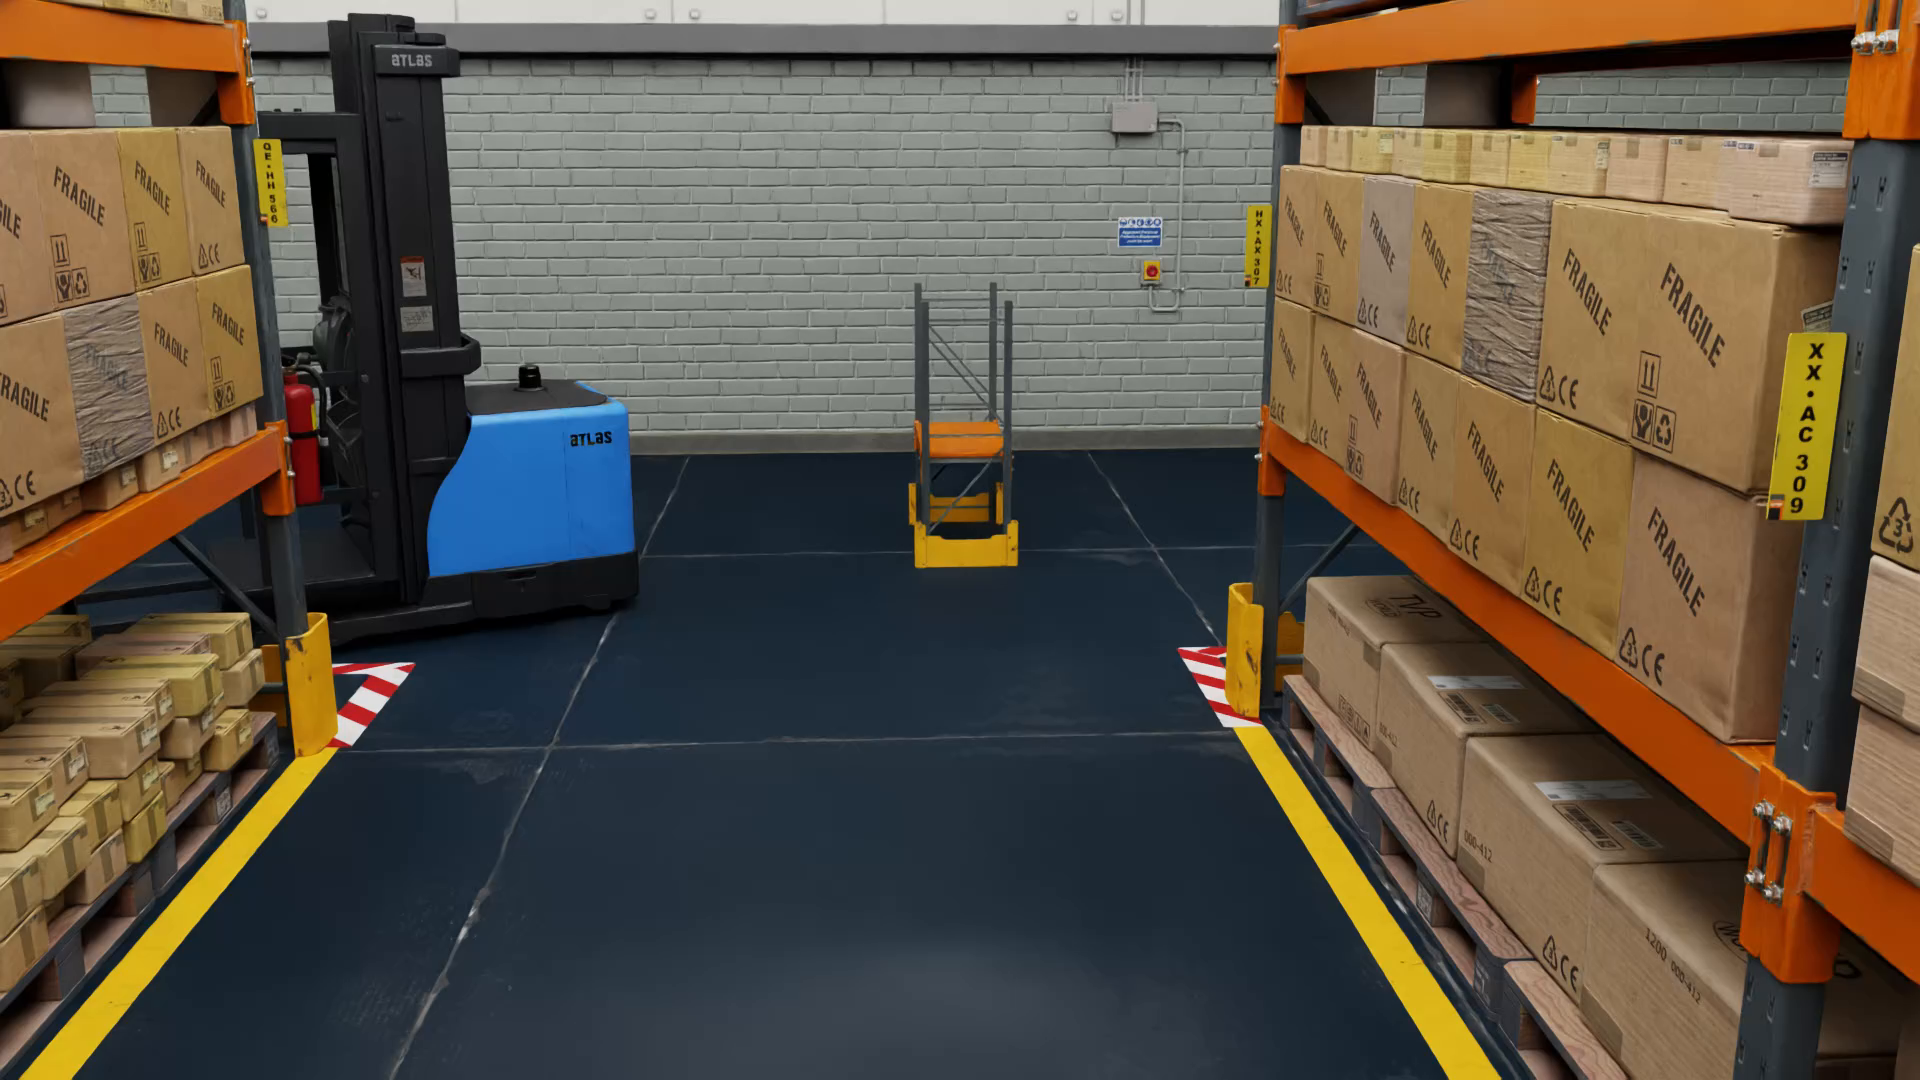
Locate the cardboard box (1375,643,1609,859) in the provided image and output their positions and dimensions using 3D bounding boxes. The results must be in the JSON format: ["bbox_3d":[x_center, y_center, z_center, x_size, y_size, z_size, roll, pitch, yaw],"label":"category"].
[{"bbox_3d":[1.968,0.688,5.632,0.875,0.438,0.875,0,14,-2],"label":"cardboard box"}]

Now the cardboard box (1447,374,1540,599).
[{"bbox_3d":[1.643,-0.157,4.417,0.500,0.500,0.500,-1,14,-4],"label":"cardboard box"}]

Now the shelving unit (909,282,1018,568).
[{"bbox_3d":[0.005,-0.707,9.766,0.587,1.500,1.083,-1,14,-3],"label":"shelving unit"}]

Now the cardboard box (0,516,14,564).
[{"bbox_3d":[-2.808,0.010,4.471,0.380,0.149,0.250,0,14,-1],"label":"cardboard box"}]

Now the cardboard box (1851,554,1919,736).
[{"bbox_3d":[1.756,0.199,2.529,0.500,0.250,0.500,-1,14,-5],"label":"cardboard box"}]

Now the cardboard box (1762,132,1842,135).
[{"bbox_3d":[2.218,-0.930,4.111,0.380,0.149,0.250,-1,14,-5],"label":"cardboard box"}]

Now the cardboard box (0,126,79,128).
[{"bbox_3d":[-3.409,-1.199,5.863,0.500,0.500,0.500,-1,14,-4],"label":"cardboard box"}]

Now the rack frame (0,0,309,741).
[{"bbox_3d":[-3.172,-0.638,6.487,1.000,3.000,0.127,-1,14,-3],"label":"rack frame"}]

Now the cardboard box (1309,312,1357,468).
[{"bbox_3d":[1.565,-0.539,5.900,0.500,0.500,0.500,-1,14,-4],"label":"cardboard box"}]

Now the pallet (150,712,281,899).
[{"bbox_3d":[-3.152,0.934,5.973,1.003,0.211,1.213,-1,14,-3],"label":"pallet"}]

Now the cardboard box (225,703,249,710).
[{"bbox_3d":[-2.931,0.667,6.293,0.380,0.149,0.250,-1,14,-2],"label":"cardboard box"}]

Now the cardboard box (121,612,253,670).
[{"bbox_3d":[-2.886,0.379,6.219,0.380,0.149,0.250,-1,14,-3],"label":"cardboard box"}]

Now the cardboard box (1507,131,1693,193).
[{"bbox_3d":[1.657,-0.982,4.315,0.380,0.149,0.250,-1,14,-5],"label":"cardboard box"}]

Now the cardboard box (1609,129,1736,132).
[{"bbox_3d":[2.116,-1.118,4.844,0.380,0.149,0.250,0,14,-2],"label":"cardboard box"}]

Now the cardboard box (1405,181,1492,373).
[{"bbox_3d":[1.618,-0.768,4.785,0.500,0.500,0.500,-1,14,-3],"label":"cardboard box"}]

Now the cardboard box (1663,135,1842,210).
[{"bbox_3d":[1.760,-0.793,3.578,0.380,0.149,0.250,-1,14,-3],"label":"cardboard box"}]

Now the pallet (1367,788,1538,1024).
[{"bbox_3d":[1.962,1.111,5.284,1.003,0.211,1.213,-1,14,-3],"label":"pallet"}]

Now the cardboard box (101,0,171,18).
[{"bbox_3d":[-2.841,-1.782,5.215,0.500,0.250,0.500,-1,14,-3],"label":"cardboard box"}]

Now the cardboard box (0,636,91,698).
[{"bbox_3d":[-3.341,0.453,5.929,0.380,0.149,0.250,-1,14,-2],"label":"cardboard box"}]

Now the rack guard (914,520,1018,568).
[{"bbox_3d":[0.036,0.022,9.440,0.587,0.250,0.087,-1,14,-3],"label":"rack guard"}]

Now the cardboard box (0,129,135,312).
[{"bbox_3d":[-2.823,-0.950,4.893,0.500,0.500,0.500,0,14,-1],"label":"cardboard box"}]

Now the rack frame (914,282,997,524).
[{"bbox_3d":[-0.026,-0.832,10.248,0.500,1.500,0.032,-1,14,-3],"label":"rack frame"}]

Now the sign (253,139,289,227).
[{"bbox_3d":[-2.617,-1.355,6.317,0.100,0.325,0.005,-1,14,-3],"label":"sign"}]

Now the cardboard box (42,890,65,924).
[{"bbox_3d":[-2.840,1.052,4.795,0.380,0.149,0.250,0,14,-2],"label":"cardboard box"}]

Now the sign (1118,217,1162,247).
[{"bbox_3d":[1.338,-2.287,12.353,0.327,0.218,0.001,-1,14,-3],"label":"sign"}]

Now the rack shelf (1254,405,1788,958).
[{"bbox_3d":[1.886,0.106,5.038,1.077,0.370,4.000,-1,14,-3],"label":"rack shelf"}]

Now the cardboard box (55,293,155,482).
[{"bbox_3d":[-2.820,-0.469,5.030,0.500,0.500,0.500,-1,14,-3],"label":"cardboard box"}]

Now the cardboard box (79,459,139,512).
[{"bbox_3d":[-2.835,-0.186,5.234,0.380,0.149,0.250,-2,15,-6],"label":"cardboard box"}]

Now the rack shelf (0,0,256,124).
[{"bbox_3d":[-3.048,-1.245,4.269,1.077,0.370,4.000,-1,14,-3],"label":"rack shelf"}]

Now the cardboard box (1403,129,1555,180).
[{"bbox_3d":[1.574,-1.171,5.049,0.380,0.149,0.250,-1,14,-3],"label":"cardboard box"}]

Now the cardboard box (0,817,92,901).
[{"bbox_3d":[-2.733,0.912,4.744,0.380,0.149,0.250,-1,14,-3],"label":"cardboard box"}]

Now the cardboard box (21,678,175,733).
[{"bbox_3d":[-2.832,0.570,5.476,0.380,0.149,0.250,-1,15,-6],"label":"cardboard box"}]

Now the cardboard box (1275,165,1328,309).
[{"bbox_3d":[1.508,-1.149,6.263,0.500,0.500,0.500,-1,14,-5],"label":"cardboard box"}]

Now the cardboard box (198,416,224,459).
[{"bbox_3d":[-2.892,-0.377,5.977,0.380,0.149,0.250,-1,14,-4],"label":"cardboard box"}]

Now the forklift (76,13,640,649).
[{"bbox_3d":[-3.215,-0.999,8.028,3.031,2.935,1.130,-7,16,-27],"label":"forklift"}]

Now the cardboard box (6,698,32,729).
[{"bbox_3d":[-3.332,0.658,5.731,0.380,0.149,0.250,-1,14,-3],"label":"cardboard box"}]

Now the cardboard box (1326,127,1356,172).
[{"bbox_3d":[1.497,-1.363,5.796,0.380,0.149,0.250,0,14,-2],"label":"cardboard box"}]

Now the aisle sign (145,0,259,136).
[{"bbox_3d":[-2.877,-1.920,6.251,0.394,0.787,0.004,-1,14,-3],"label":"aisle sign"}]

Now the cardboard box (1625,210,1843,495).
[{"bbox_3d":[1.705,-0.391,3.317,0.500,0.500,0.500,-1,14,-4],"label":"cardboard box"}]

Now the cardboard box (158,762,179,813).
[{"bbox_3d":[-2.856,0.858,5.552,0.380,0.149,0.250,-1,14,-3],"label":"cardboard box"}]

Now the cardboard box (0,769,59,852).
[{"bbox_3d":[-2.810,0.768,4.706,0.380,0.149,0.250,-1,14,-3],"label":"cardboard box"}]

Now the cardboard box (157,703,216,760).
[{"bbox_3d":[-2.820,0.651,5.757,0.380,0.149,0.250,-1,15,-6],"label":"cardboard box"}]

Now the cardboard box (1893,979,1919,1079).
[{"bbox_3d":[2.128,1.234,2.633,0.875,0.875,0.875,0,14,-2],"label":"cardboard box"}]

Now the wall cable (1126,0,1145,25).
[{"bbox_3d":[1.129,-5.055,11.615,0.463,3.000,0.029,-1,14,-3],"label":"wall cable"}]
